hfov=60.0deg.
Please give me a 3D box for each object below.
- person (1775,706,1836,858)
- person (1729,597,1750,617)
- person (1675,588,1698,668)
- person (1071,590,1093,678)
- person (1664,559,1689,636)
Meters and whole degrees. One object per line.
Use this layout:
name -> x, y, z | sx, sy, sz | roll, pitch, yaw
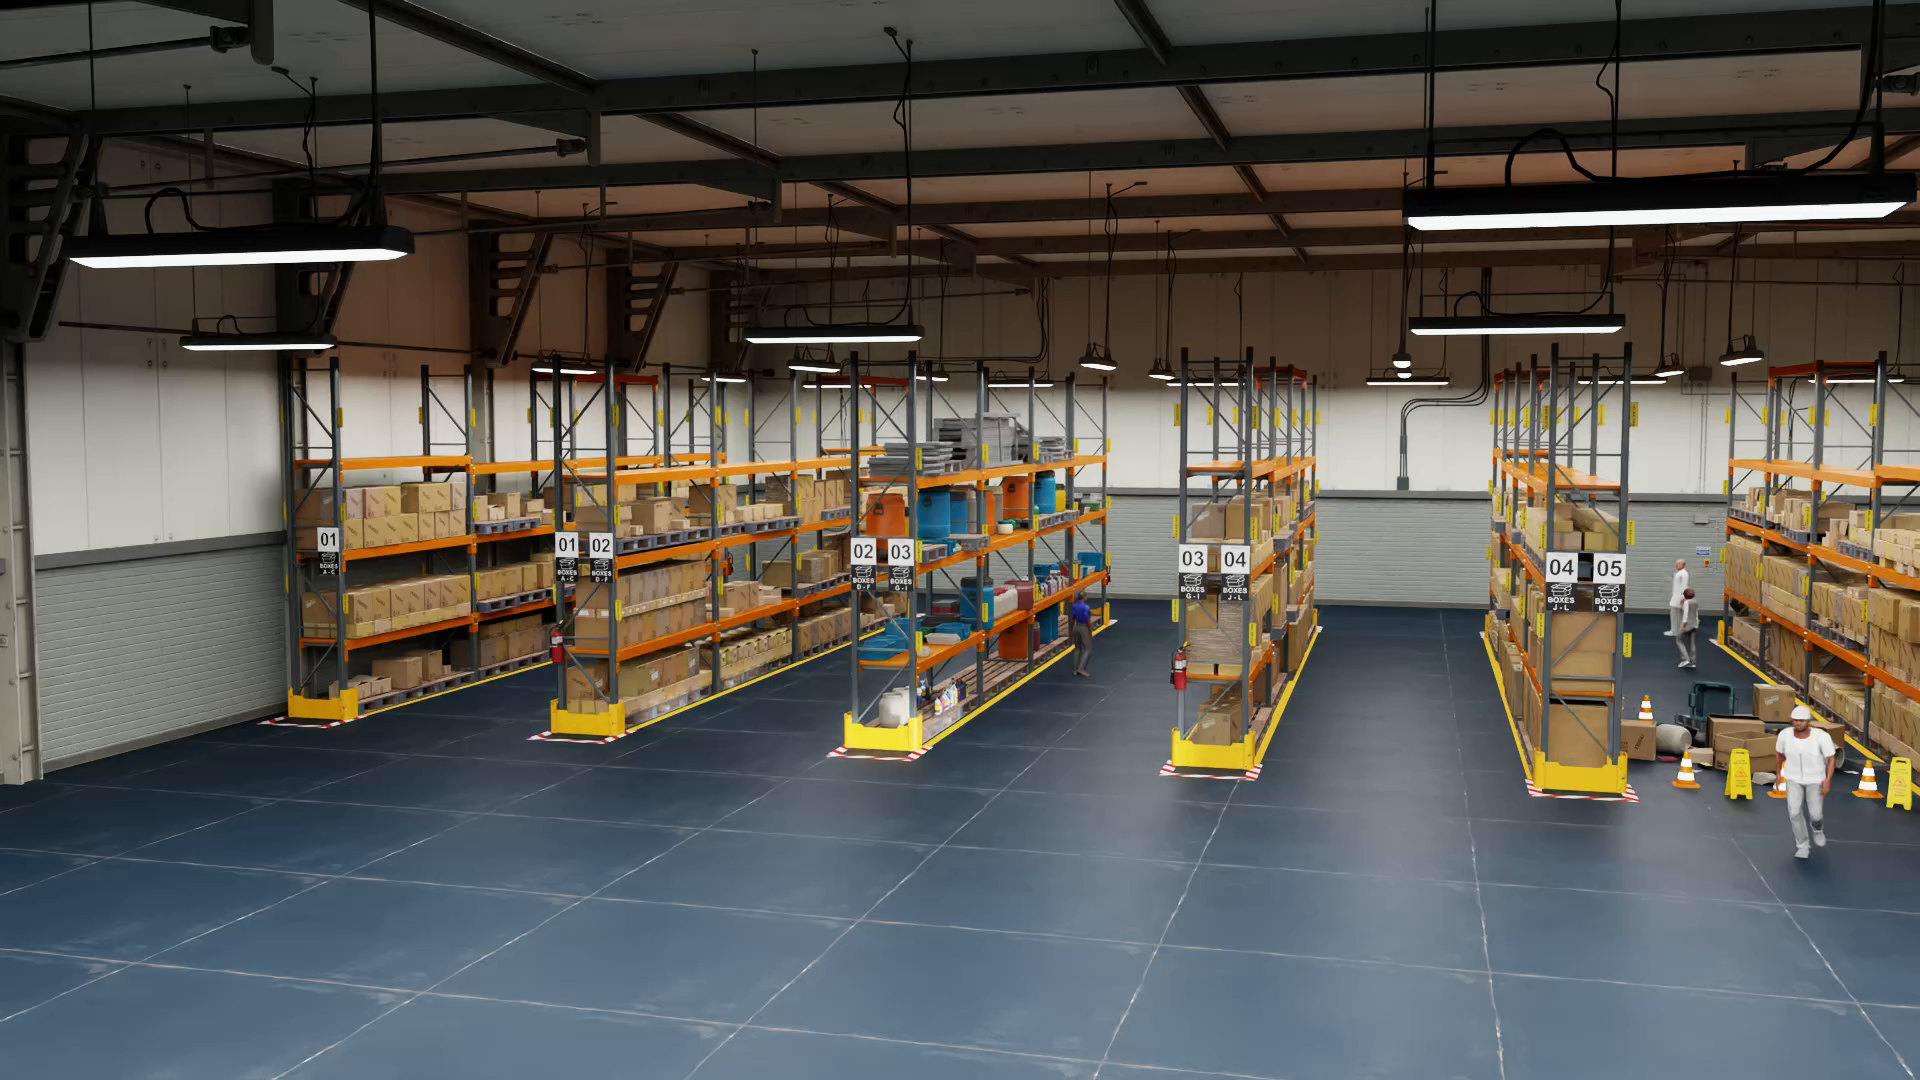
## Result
person -> 9.698, 2.740, 19.078 | 0.630, 1.732, 0.717 | 3, 5, 35
person -> 18.721, 1.192, 39.798 | 0.521, 1.800, 0.601 | 0, 4, -5
person -> 14.618, 1.765, 33.335 | 0.445, 1.612, 0.373 | -2, 5, -26
person -> 2.348, 1.812, 32.267 | 0.430, 1.677, 0.569 | -4, 6, -41
person -> 16.495, 1.312, 38.012 | 0.738, 1.765, 0.590 | 1, 4, 14
